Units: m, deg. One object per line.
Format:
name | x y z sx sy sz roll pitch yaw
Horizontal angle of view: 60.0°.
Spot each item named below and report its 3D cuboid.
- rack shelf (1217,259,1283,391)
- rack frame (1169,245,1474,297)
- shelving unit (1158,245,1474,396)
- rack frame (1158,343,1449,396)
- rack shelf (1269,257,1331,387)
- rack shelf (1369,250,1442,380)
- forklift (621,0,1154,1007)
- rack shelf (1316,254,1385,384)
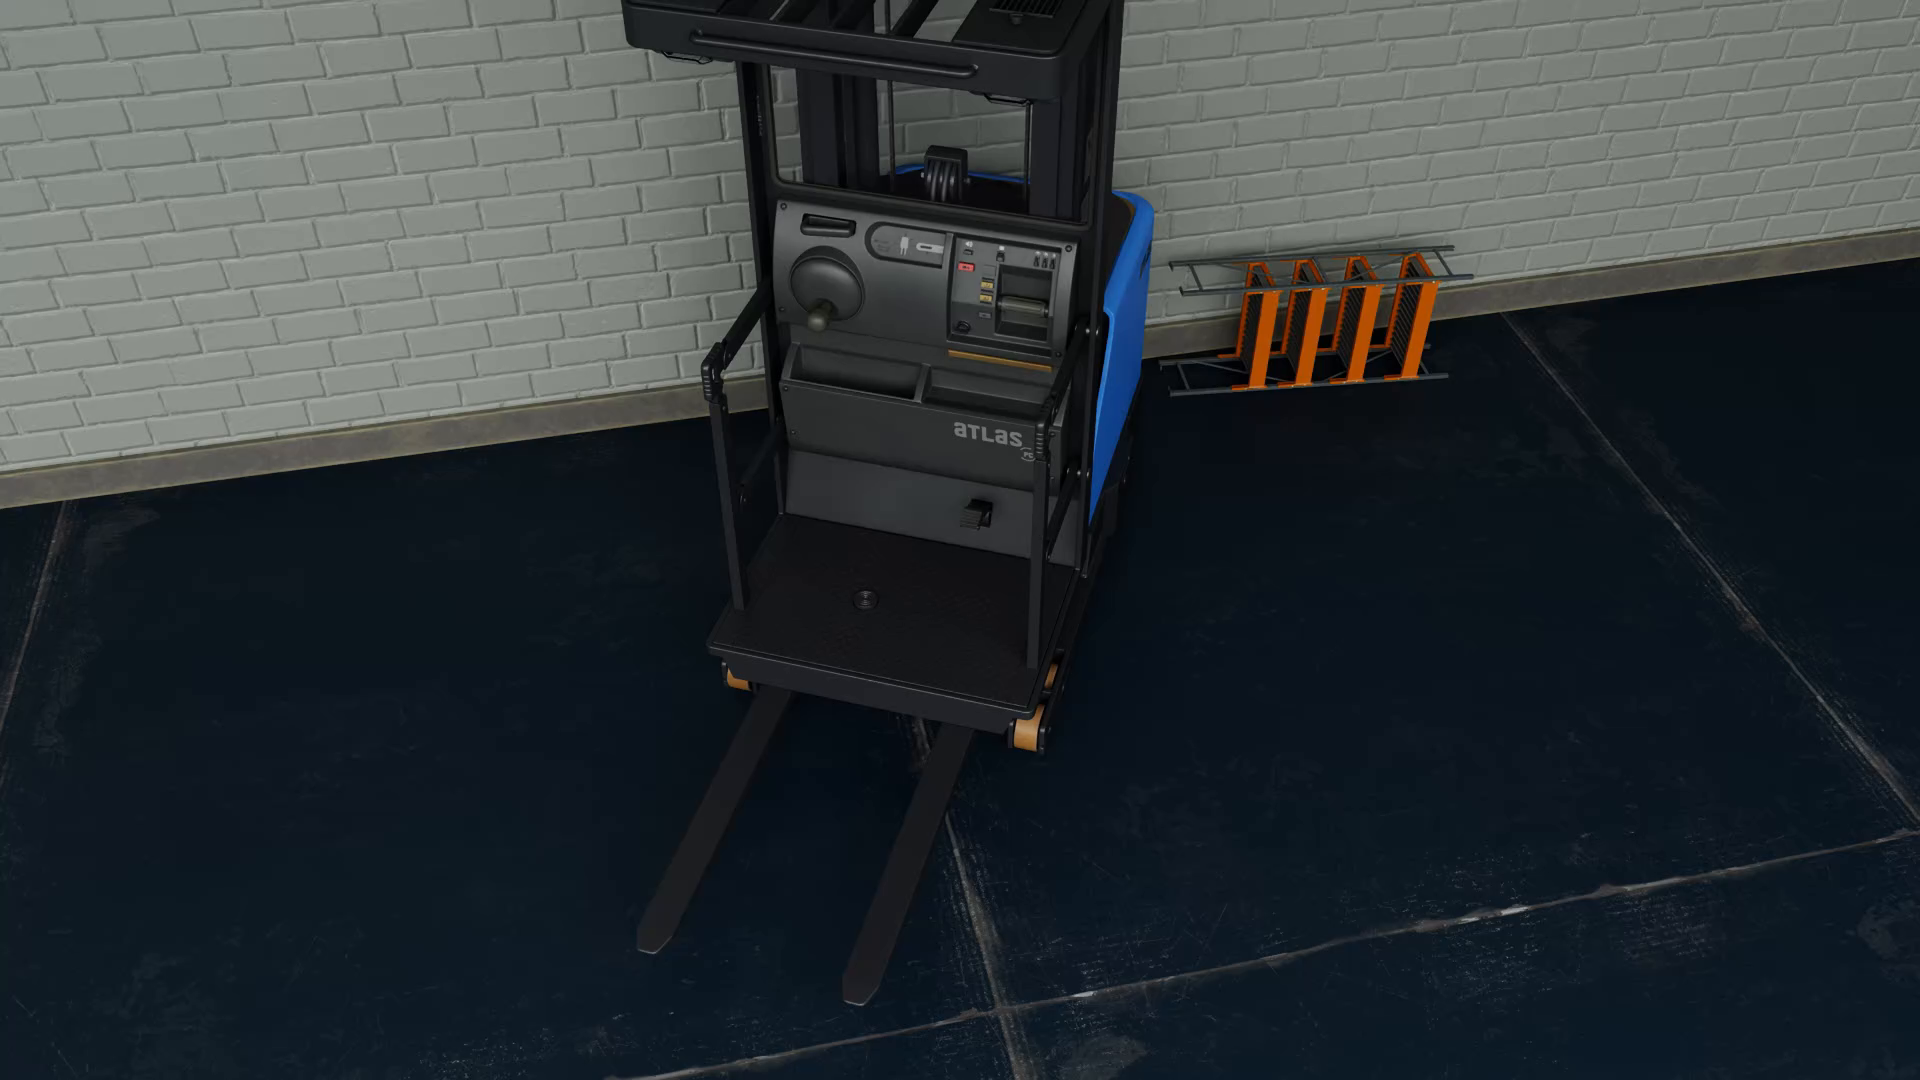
rack shelf | 1.190 -0.887 6.849 0.148 0.480 0.258 -4 42 -6
rack frame | 1.458 -1.089 6.716 1.200 0.015 0.240 -4 42 -6
shelving unit | 1.454 -0.907 6.878 1.200 0.503 0.258 -4 42 -6
rack frame | 1.450 -0.724 7.039 1.200 0.015 0.240 -4 42 -6
rack shelf | 1.387 -0.902 6.870 0.148 0.480 0.258 -4 42 -6
rack shelf | 1.844 -0.936 6.920 0.148 0.480 0.258 -4 42 -6
forklift | -0.170 -0.697 4.827 1.130 2.935 3.031 11 43 12
rack shelf | 1.609 -0.918 6.894 0.148 0.480 0.258 -4 42 -6
